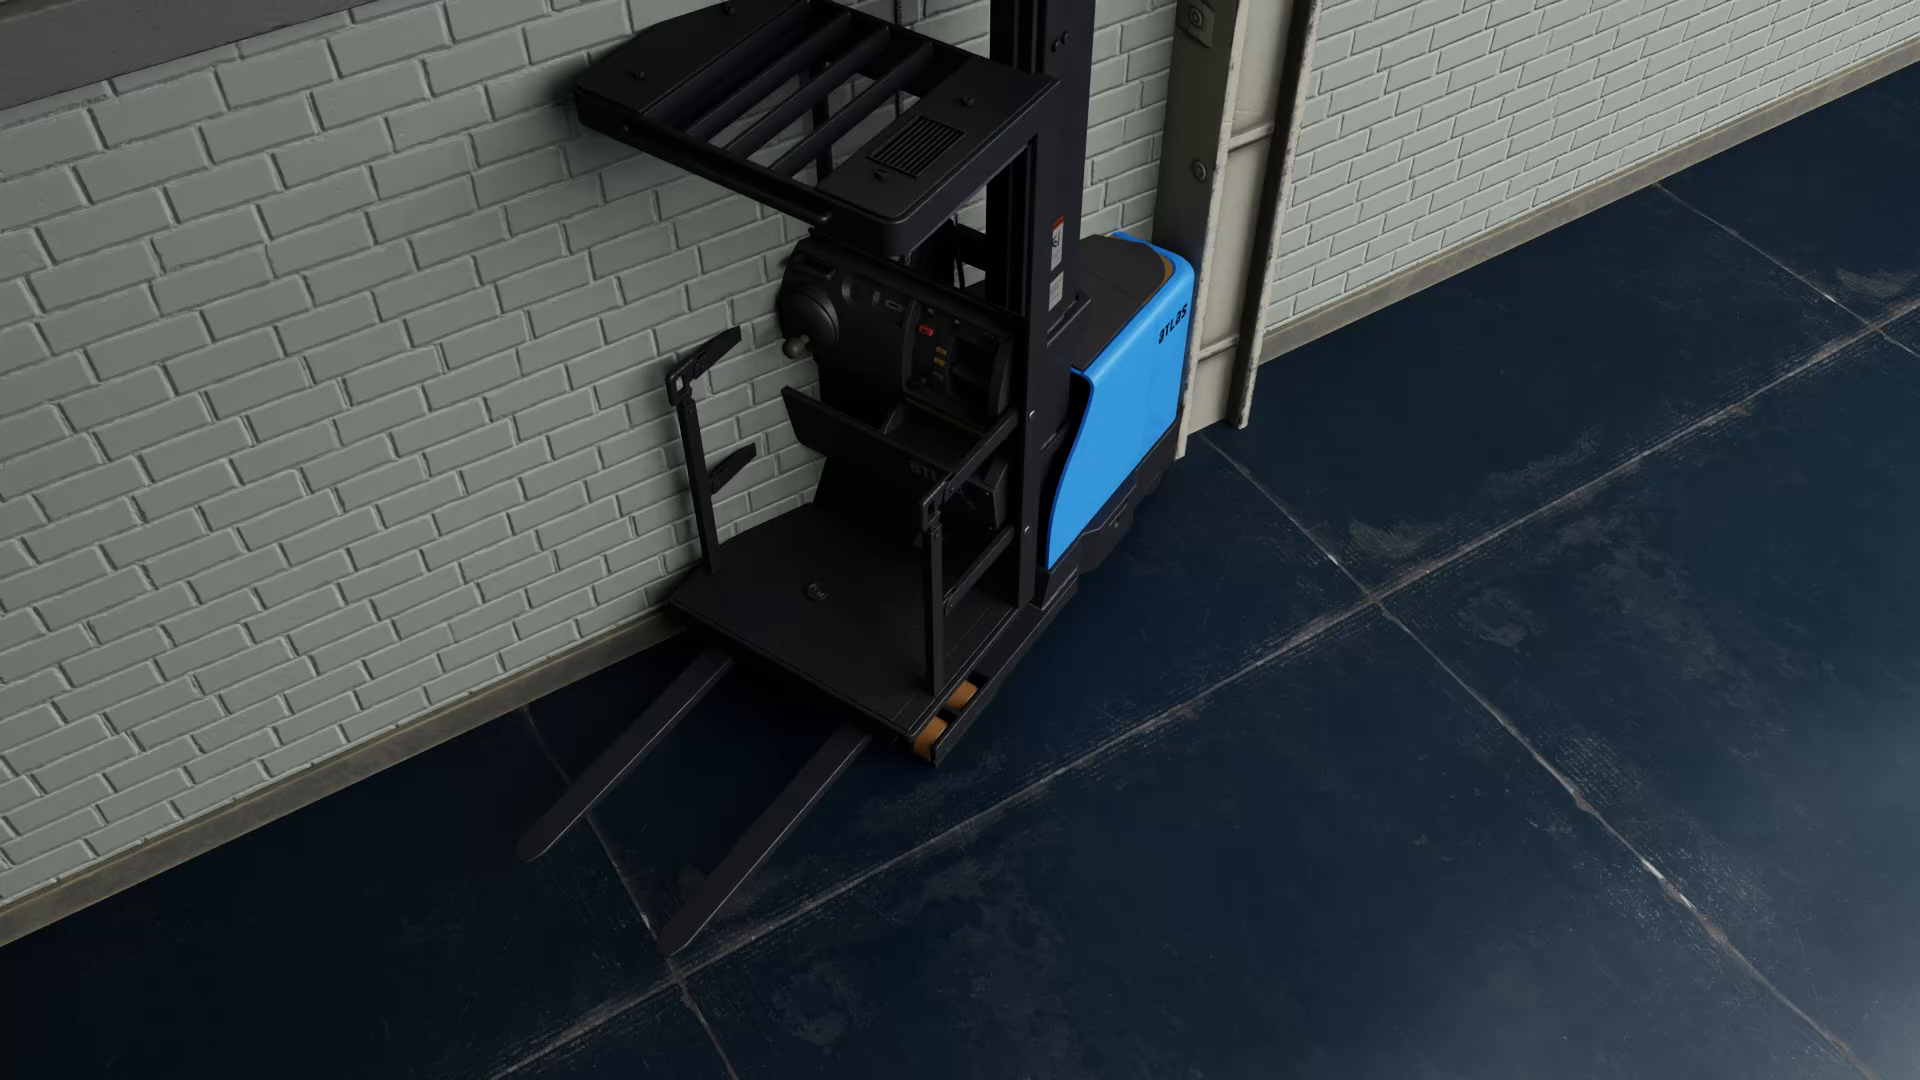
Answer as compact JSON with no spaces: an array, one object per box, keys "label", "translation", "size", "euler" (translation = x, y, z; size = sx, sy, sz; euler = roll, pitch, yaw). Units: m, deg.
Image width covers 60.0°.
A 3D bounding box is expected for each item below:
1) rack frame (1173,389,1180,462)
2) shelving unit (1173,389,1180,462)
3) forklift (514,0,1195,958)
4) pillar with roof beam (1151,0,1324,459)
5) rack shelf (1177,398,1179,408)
[{"label":"rack frame","translation":[0.819,-0.706,6.763],"size":[0.006,0.900,0.240],"euler":[-25,48,-21]},{"label":"shelving unit","translation":[0.733,-0.666,6.726],"size":[0.210,0.900,0.258],"euler":[-25,48,-21]},{"label":"forklift","translation":[-0.349,-0.588,5.256],"size":[1.130,2.935,3.031],"euler":[27,54,22]},{"label":"pillar with roof beam","translation":[3.286,-0.786,1.370],"size":[0.400,9.000,9.100],"euler":[-25,53,-21]},{"label":"rack shelf","translation":[0.738,-0.577,6.811],"size":[0.200,0.077,0.258],"euler":[-25,48,-21]}]
